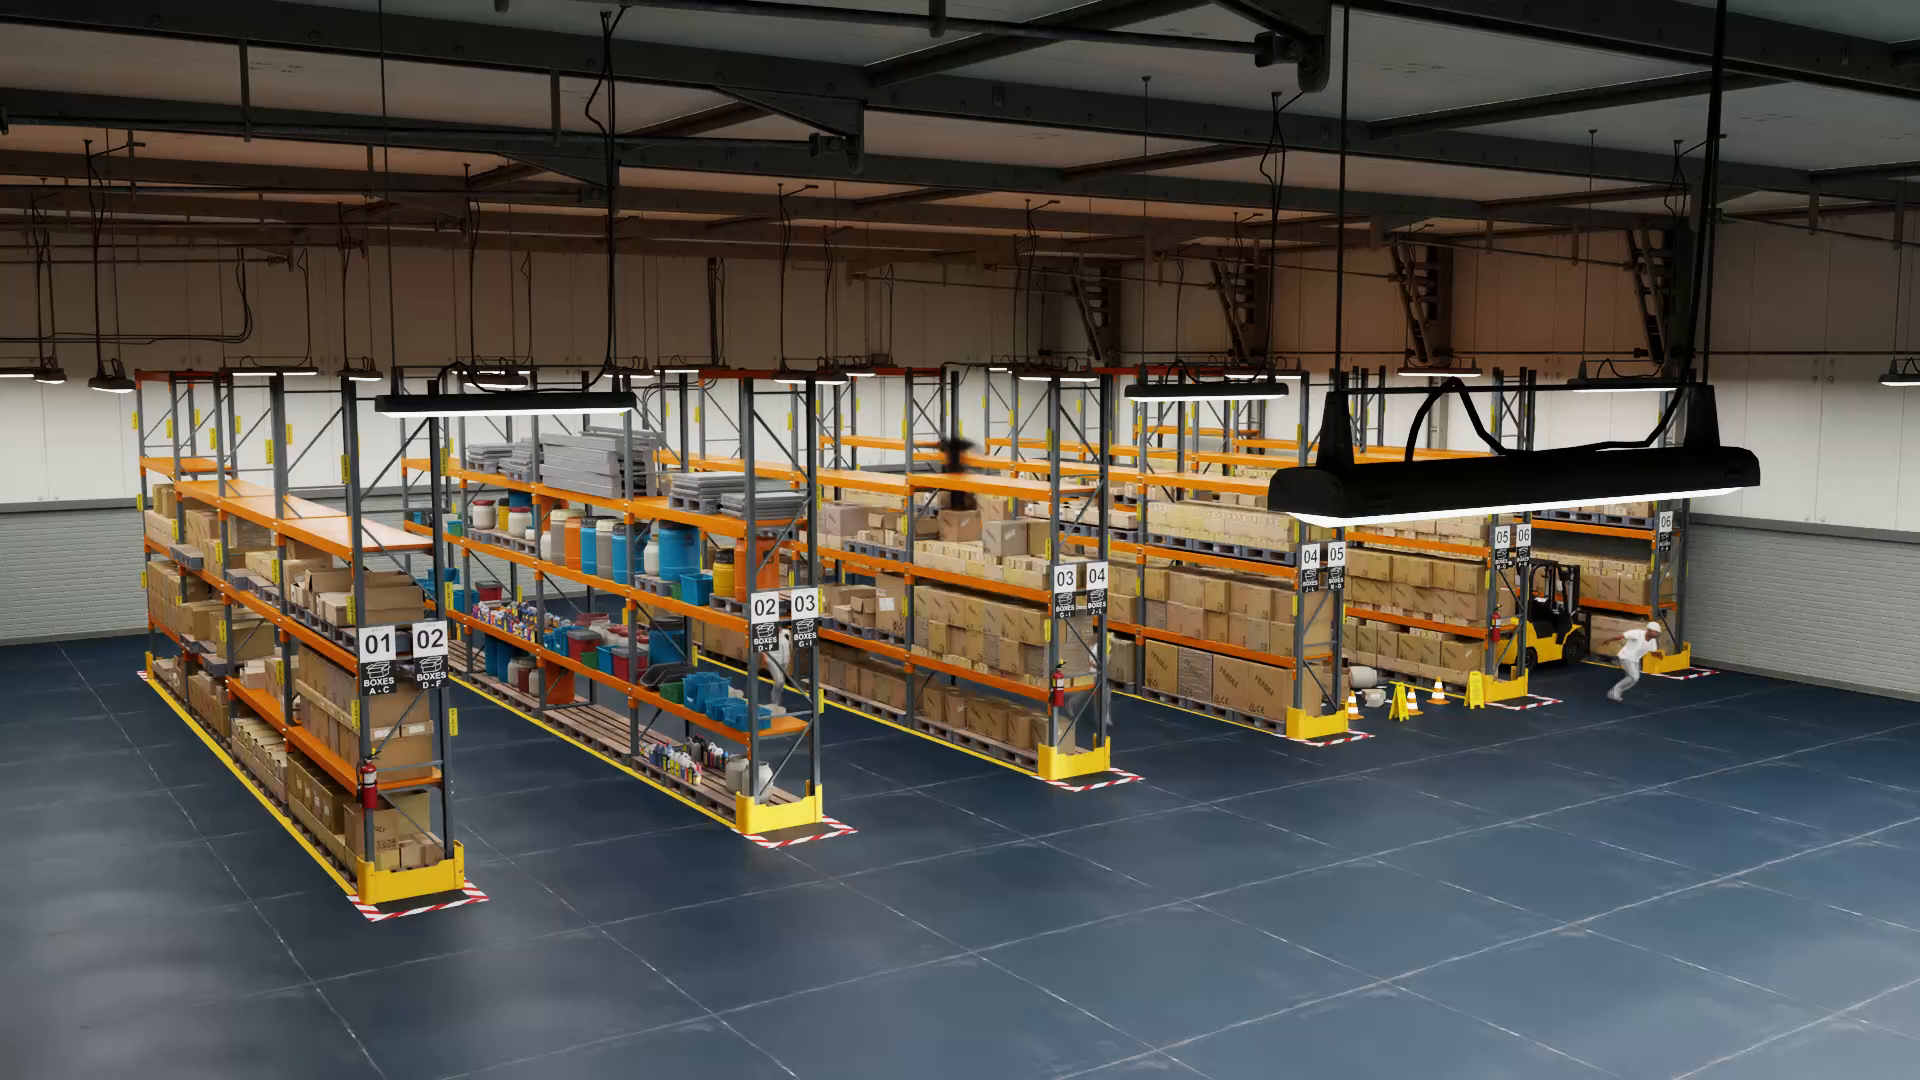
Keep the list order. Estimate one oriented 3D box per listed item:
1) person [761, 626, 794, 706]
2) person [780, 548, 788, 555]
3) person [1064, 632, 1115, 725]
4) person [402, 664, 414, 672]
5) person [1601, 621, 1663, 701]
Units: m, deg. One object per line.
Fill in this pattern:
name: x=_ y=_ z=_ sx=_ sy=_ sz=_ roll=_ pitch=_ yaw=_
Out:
person: x=-3.203 y=2.204 z=29.478 sx=0.597 sy=1.715 sz=0.706 roll=-5 pitch=8 yaw=-37
person: x=-4.325 y=1.036 z=39.796 sx=0.802 sy=1.602 sz=0.835 roll=0 pitch=6 yaw=-4
person: x=2.234 y=2.344 z=28.538 sx=0.959 sy=1.646 sz=0.624 roll=4 pitch=8 yaw=31
person: x=-9.069 y=2.493 z=26.934 sx=0.610 sy=1.683 sz=0.716 roll=-5 pitch=8 yaw=-35
person: x=12.167 y=2.183 z=29.969 sx=0.681 sy=1.516 sz=1.027 roll=-4 pitch=8 yaw=-32
